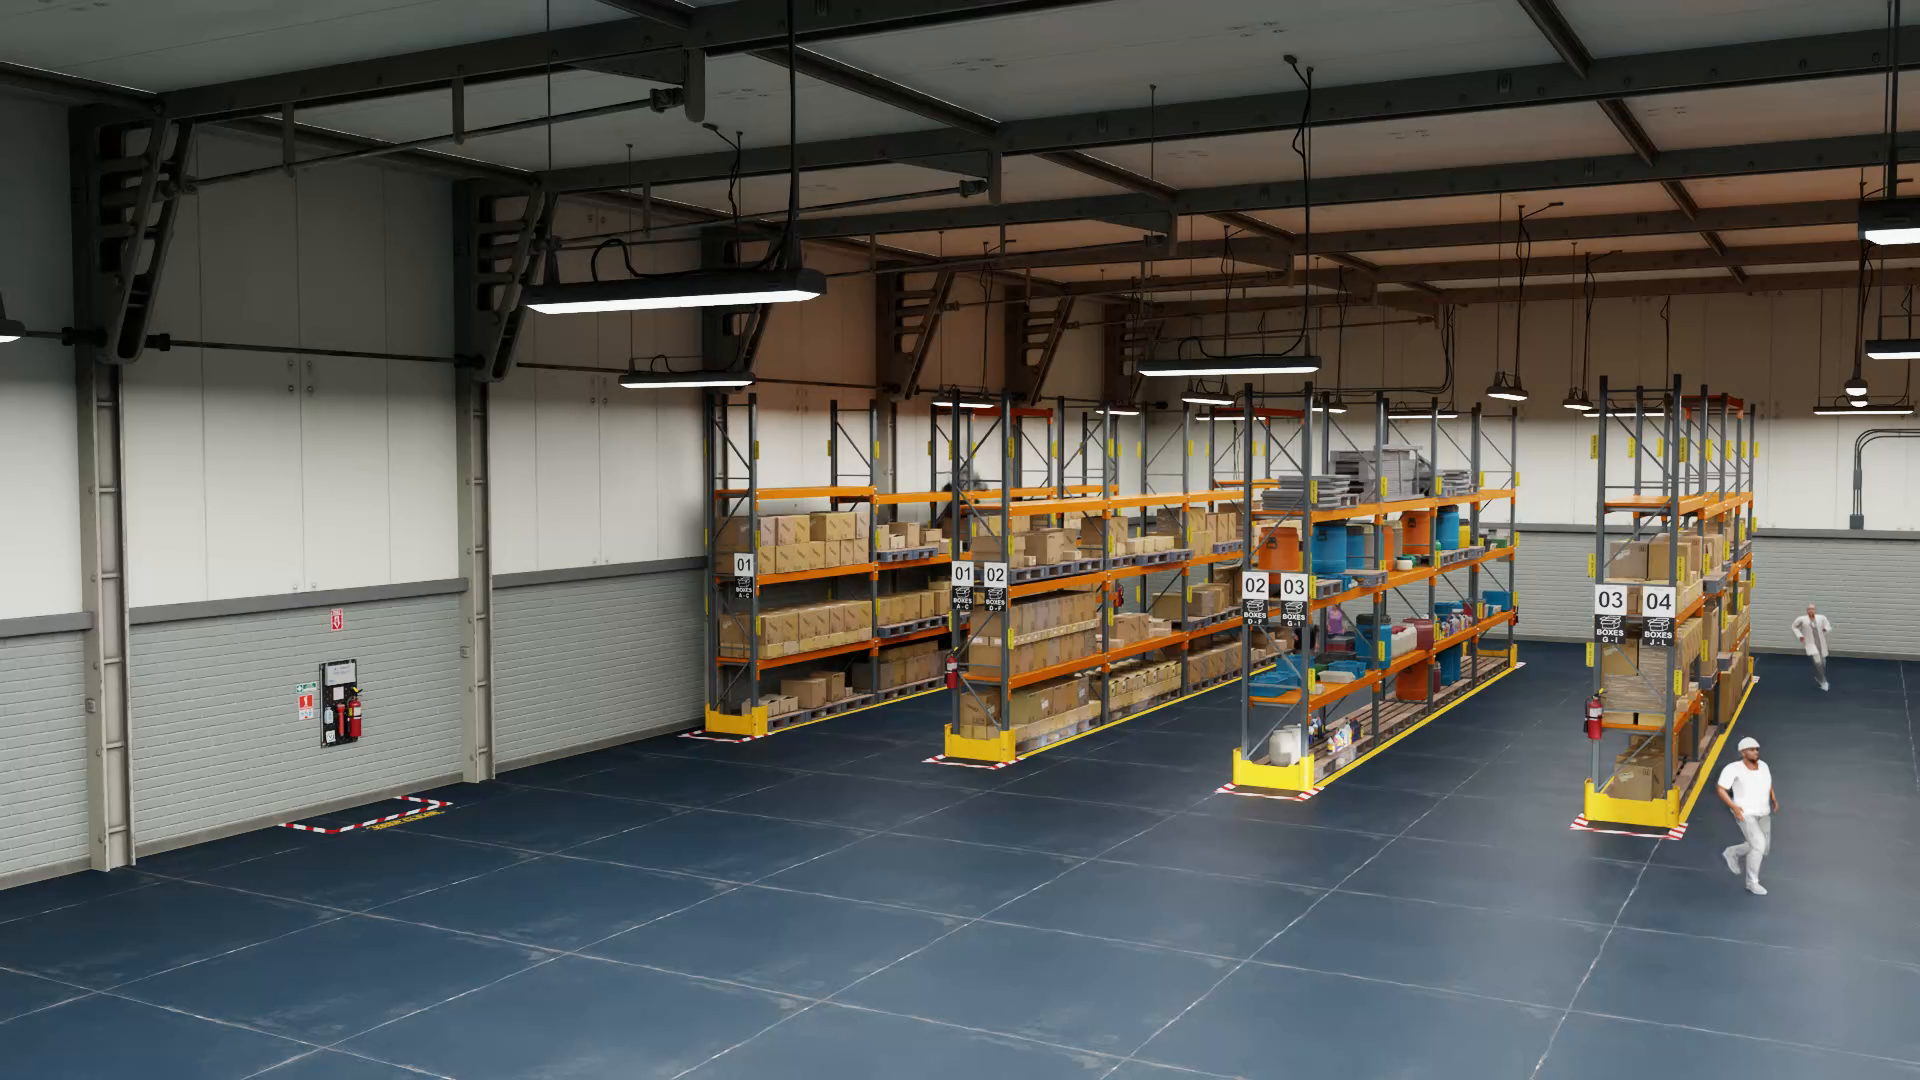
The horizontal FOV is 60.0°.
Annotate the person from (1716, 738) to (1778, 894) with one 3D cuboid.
[{"bbox_3d":[8.995,3.116,18.995,0.693,1.744,0.669,-1,3,-17],"label":"person"}]

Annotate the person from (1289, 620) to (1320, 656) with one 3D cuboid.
[{"bbox_3d":[7.124,2.291,34.419,0.604,1.758,0.803,1,3,24],"label":"person"}]

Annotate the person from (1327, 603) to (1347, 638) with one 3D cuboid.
[{"bbox_3d":[8.587,2.163,38.087,0.545,1.591,0.768,1,3,17],"label":"person"}]

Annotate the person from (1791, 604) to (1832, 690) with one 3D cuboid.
[{"bbox_3d":[17.954,2.246,35.028,0.710,1.808,0.803,0,3,6],"label":"person"}]
